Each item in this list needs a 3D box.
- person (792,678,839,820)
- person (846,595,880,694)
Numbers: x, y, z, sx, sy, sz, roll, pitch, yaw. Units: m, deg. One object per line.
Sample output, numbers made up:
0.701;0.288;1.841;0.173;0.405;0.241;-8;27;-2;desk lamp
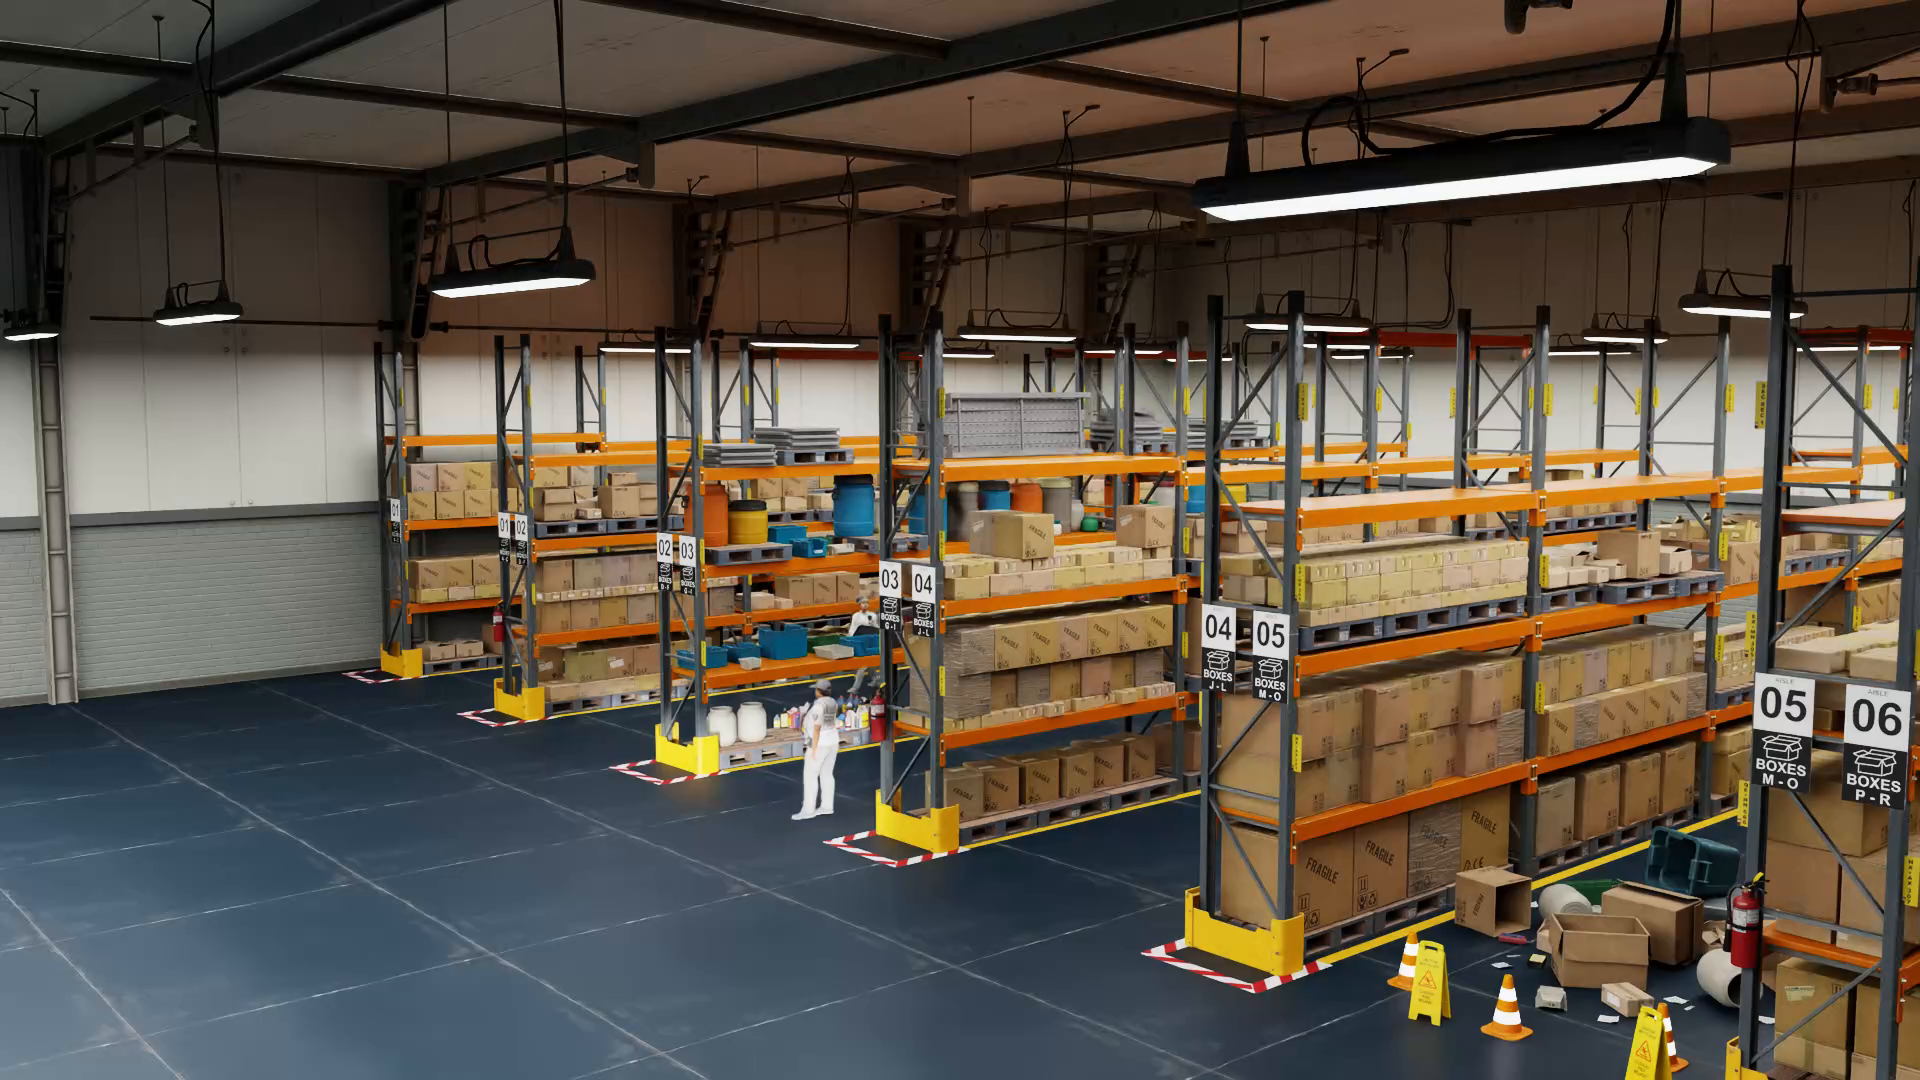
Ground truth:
-1.725;2.511;20.080;0.436;1.671;0.598;2;6;25;person
-1.660;1.754;28.254;0.443;1.641;0.979;5;7;41;person
